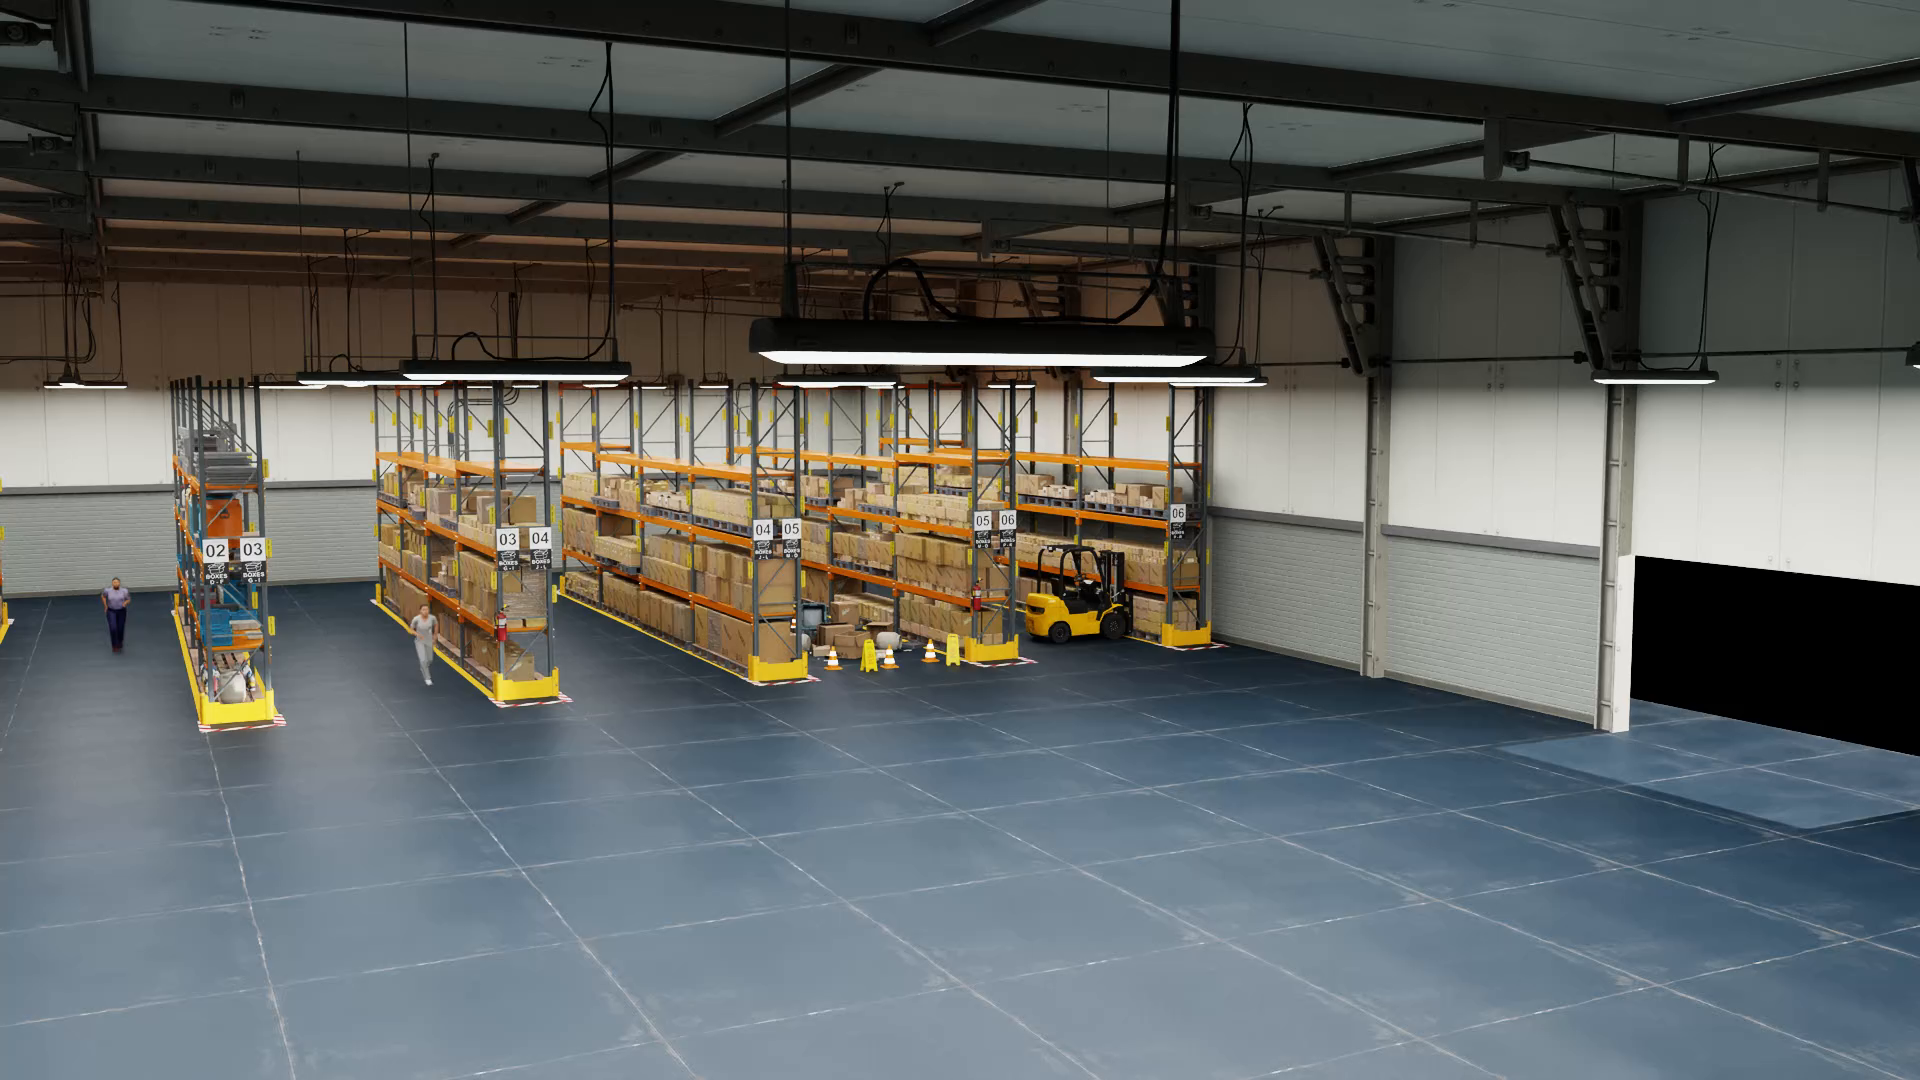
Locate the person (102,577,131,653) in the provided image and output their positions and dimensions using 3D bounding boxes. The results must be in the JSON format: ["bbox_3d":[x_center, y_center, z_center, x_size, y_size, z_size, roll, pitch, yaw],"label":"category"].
[{"bbox_3d":[-18.636,1.660,36.775,0.538,1.706,0.857,-4,6,-36],"label":"person"}]

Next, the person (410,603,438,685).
[{"bbox_3d":[-10.516,2.027,32.662,0.549,1.612,0.713,-2,6,-24],"label":"person"}]
